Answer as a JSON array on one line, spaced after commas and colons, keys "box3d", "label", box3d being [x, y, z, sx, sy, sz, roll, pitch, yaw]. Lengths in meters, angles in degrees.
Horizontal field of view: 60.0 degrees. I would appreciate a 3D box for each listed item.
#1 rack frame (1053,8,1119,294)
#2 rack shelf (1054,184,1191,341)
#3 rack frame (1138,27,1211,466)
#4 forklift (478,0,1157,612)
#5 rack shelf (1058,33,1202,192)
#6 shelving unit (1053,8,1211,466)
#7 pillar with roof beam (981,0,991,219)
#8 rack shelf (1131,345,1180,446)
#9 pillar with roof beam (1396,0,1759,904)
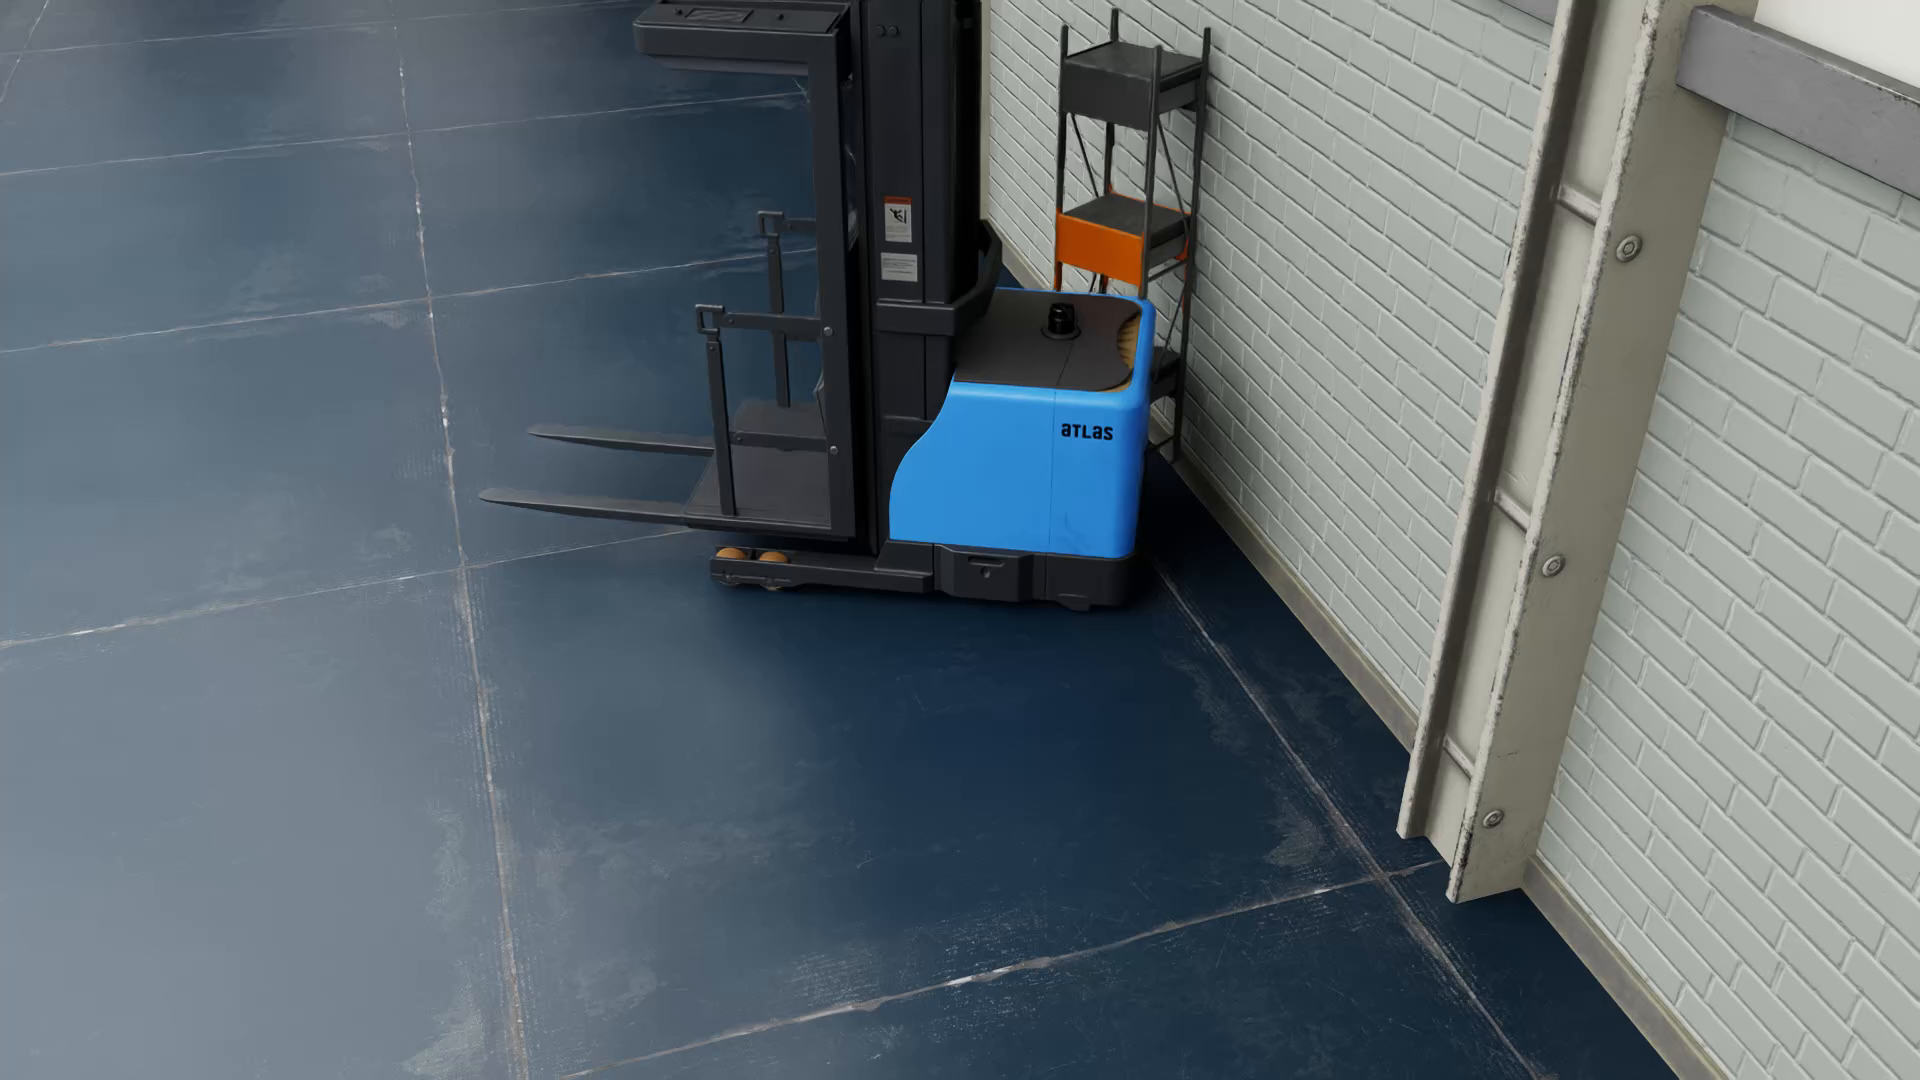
[{"box3d": [0.570, -1.380, 7.788, 0.015, 2.100, 0.400, 24, 39, 34], "label": "rack frame"}, {"box3d": [0.755, -1.286, 7.659, 0.480, 0.518, 0.431, 24, 39, 34], "label": "rack shelf"}, {"box3d": [0.939, -1.215, 7.516, 0.015, 2.100, 0.400, 24, 39, 34], "label": "rack frame"}, {"box3d": [-0.671, -1.285, 7.036, 3.031, 2.935, 1.130, 5, 34, 7], "label": "forklift"}, {"box3d": [0.753, -1.883, 7.293, 0.480, 0.518, 0.431, 24, 39, 34], "label": "rack shelf"}, {"box3d": [0.755, -1.298, 7.652, 0.503, 2.100, 0.431, 24, 39, 34], "label": "shelving unit"}, {"box3d": [-4.117, -5.036, 7.208, 9.100, 9.000, 0.400, -10, 35, -15], "label": "pillar with roof beam"}, {"box3d": [0.756, -0.689, 8.025, 0.480, 0.518, 0.431, 24, 39, 34], "label": "rack shelf"}, {"box3d": [-2.287, -1.886, 2.441, 9.100, 9.000, 0.400, -10, 35, -15], "label": "pillar with roof beam"}]
